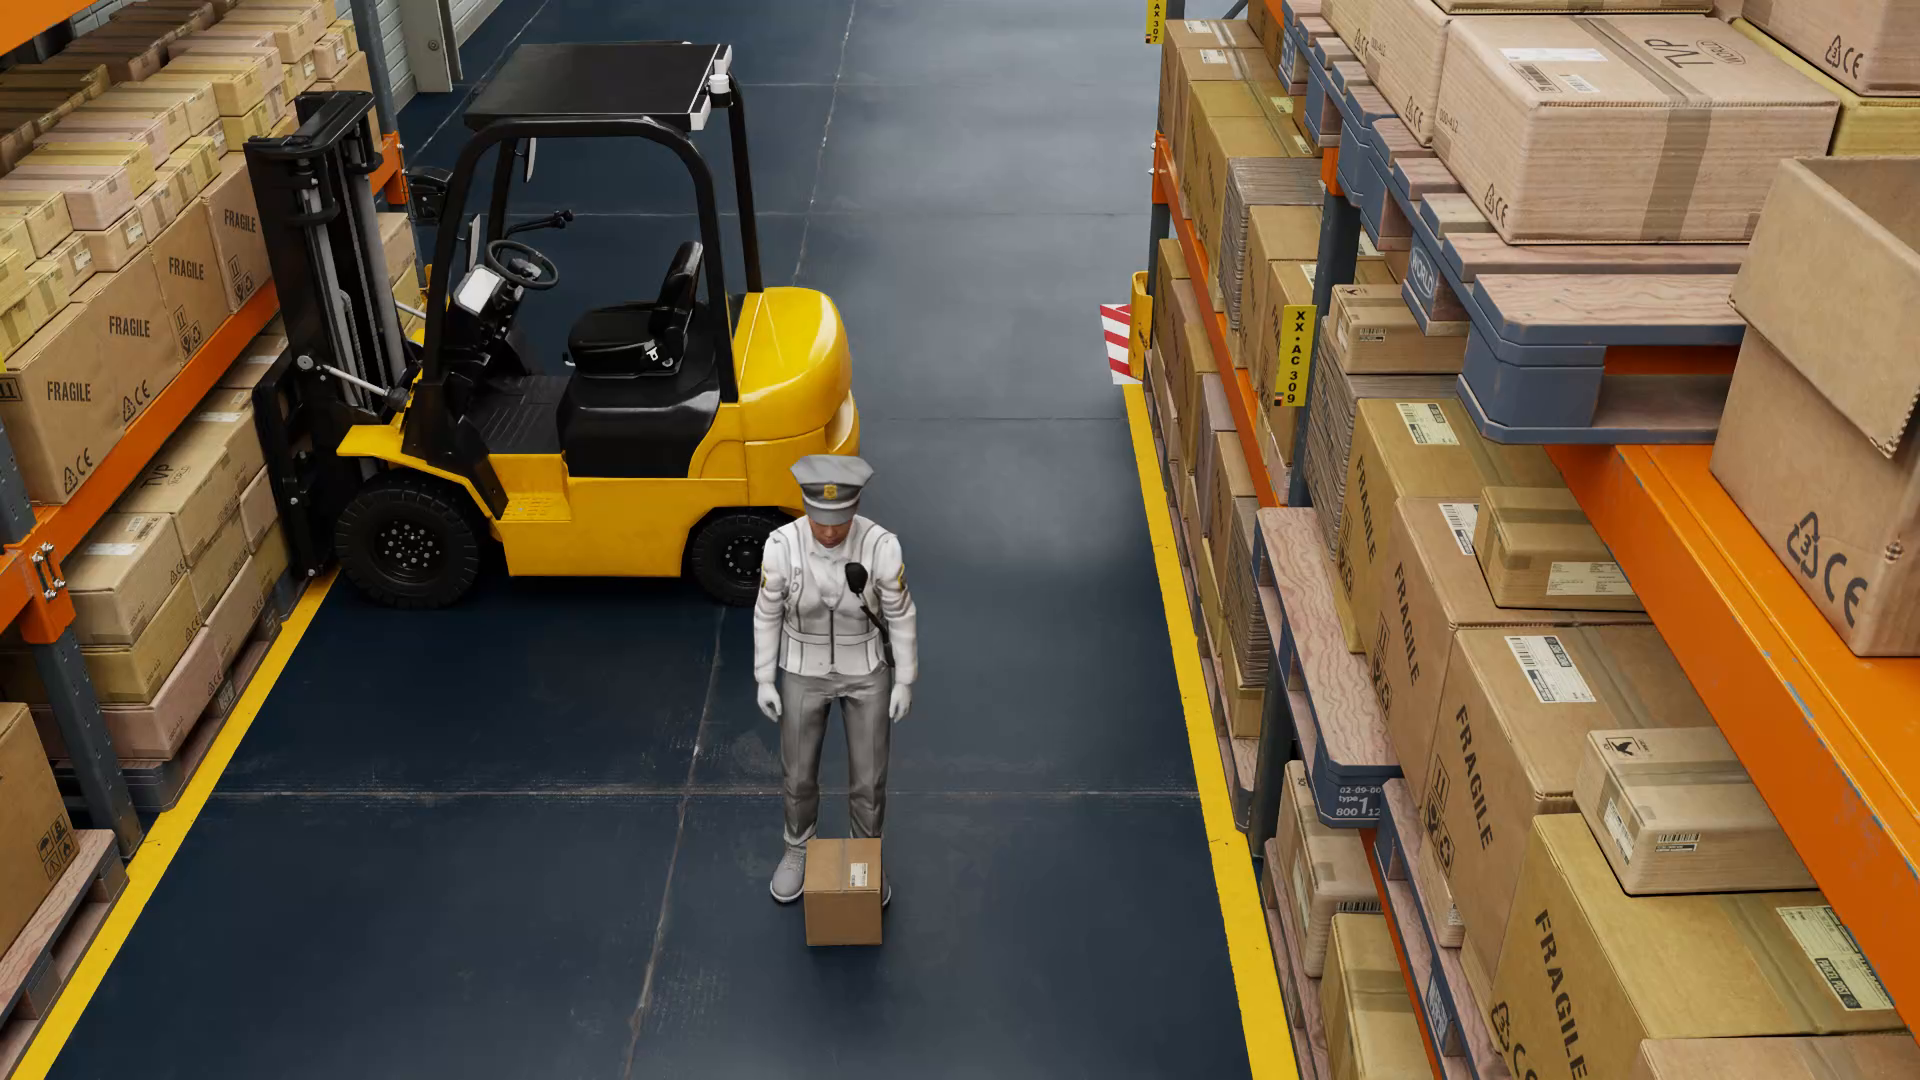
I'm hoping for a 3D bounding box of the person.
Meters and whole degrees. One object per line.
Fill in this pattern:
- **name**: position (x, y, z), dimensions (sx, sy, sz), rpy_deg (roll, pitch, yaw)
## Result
- **person**: position (-0.400, 0.460, 5.387), dimensions (0.529, 1.664, 0.403), rpy_deg (0, 32, 0)
